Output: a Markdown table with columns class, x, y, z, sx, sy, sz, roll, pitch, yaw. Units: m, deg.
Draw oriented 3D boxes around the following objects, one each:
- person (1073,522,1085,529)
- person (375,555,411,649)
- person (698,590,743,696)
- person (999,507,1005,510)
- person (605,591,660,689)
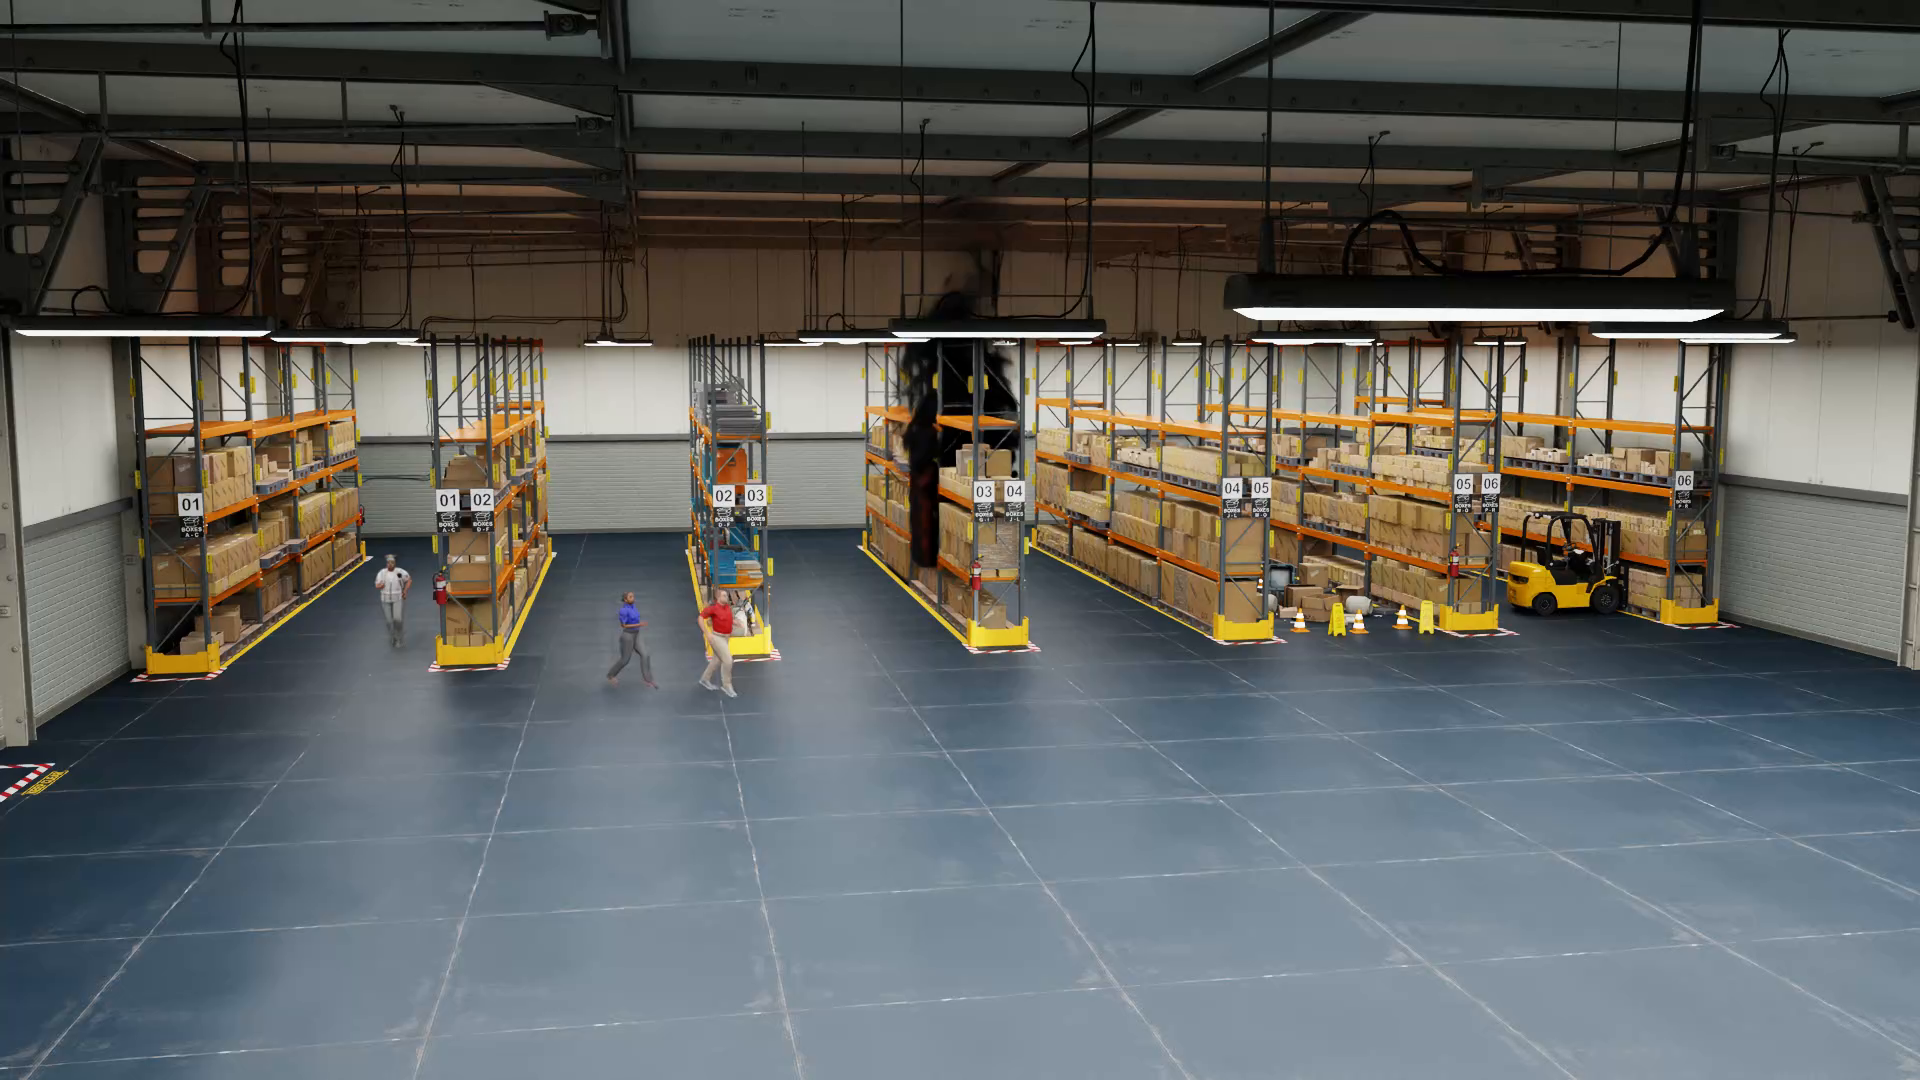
| class | x | y | z | sx | sy | sz | roll | pitch | yaw |
| --- | --- | --- | --- | --- | --- | --- | --- | --- | --- |
| person | 3.534 | -0.758 | 49.838 | 0.605 | 1.608 | 0.621 | -5 | 8 | -39 |
| person | -10.928 | 1.188 | 32.027 | 0.640 | 1.836 | 0.727 | -1 | 7 | -9 |
| person | -3.997 | 1.710 | 27.718 | 0.799 | 1.789 | 0.645 | 2 | 7 | 17 |
| person | 1.316 | -0.459 | 46.436 | 0.728 | 1.788 | 0.636 | -1 | 7 | -10 |
| person | -5.557 | 1.680 | 28.166 | 0.935 | 1.665 | 0.583 | 2 | 7 | 20 |
